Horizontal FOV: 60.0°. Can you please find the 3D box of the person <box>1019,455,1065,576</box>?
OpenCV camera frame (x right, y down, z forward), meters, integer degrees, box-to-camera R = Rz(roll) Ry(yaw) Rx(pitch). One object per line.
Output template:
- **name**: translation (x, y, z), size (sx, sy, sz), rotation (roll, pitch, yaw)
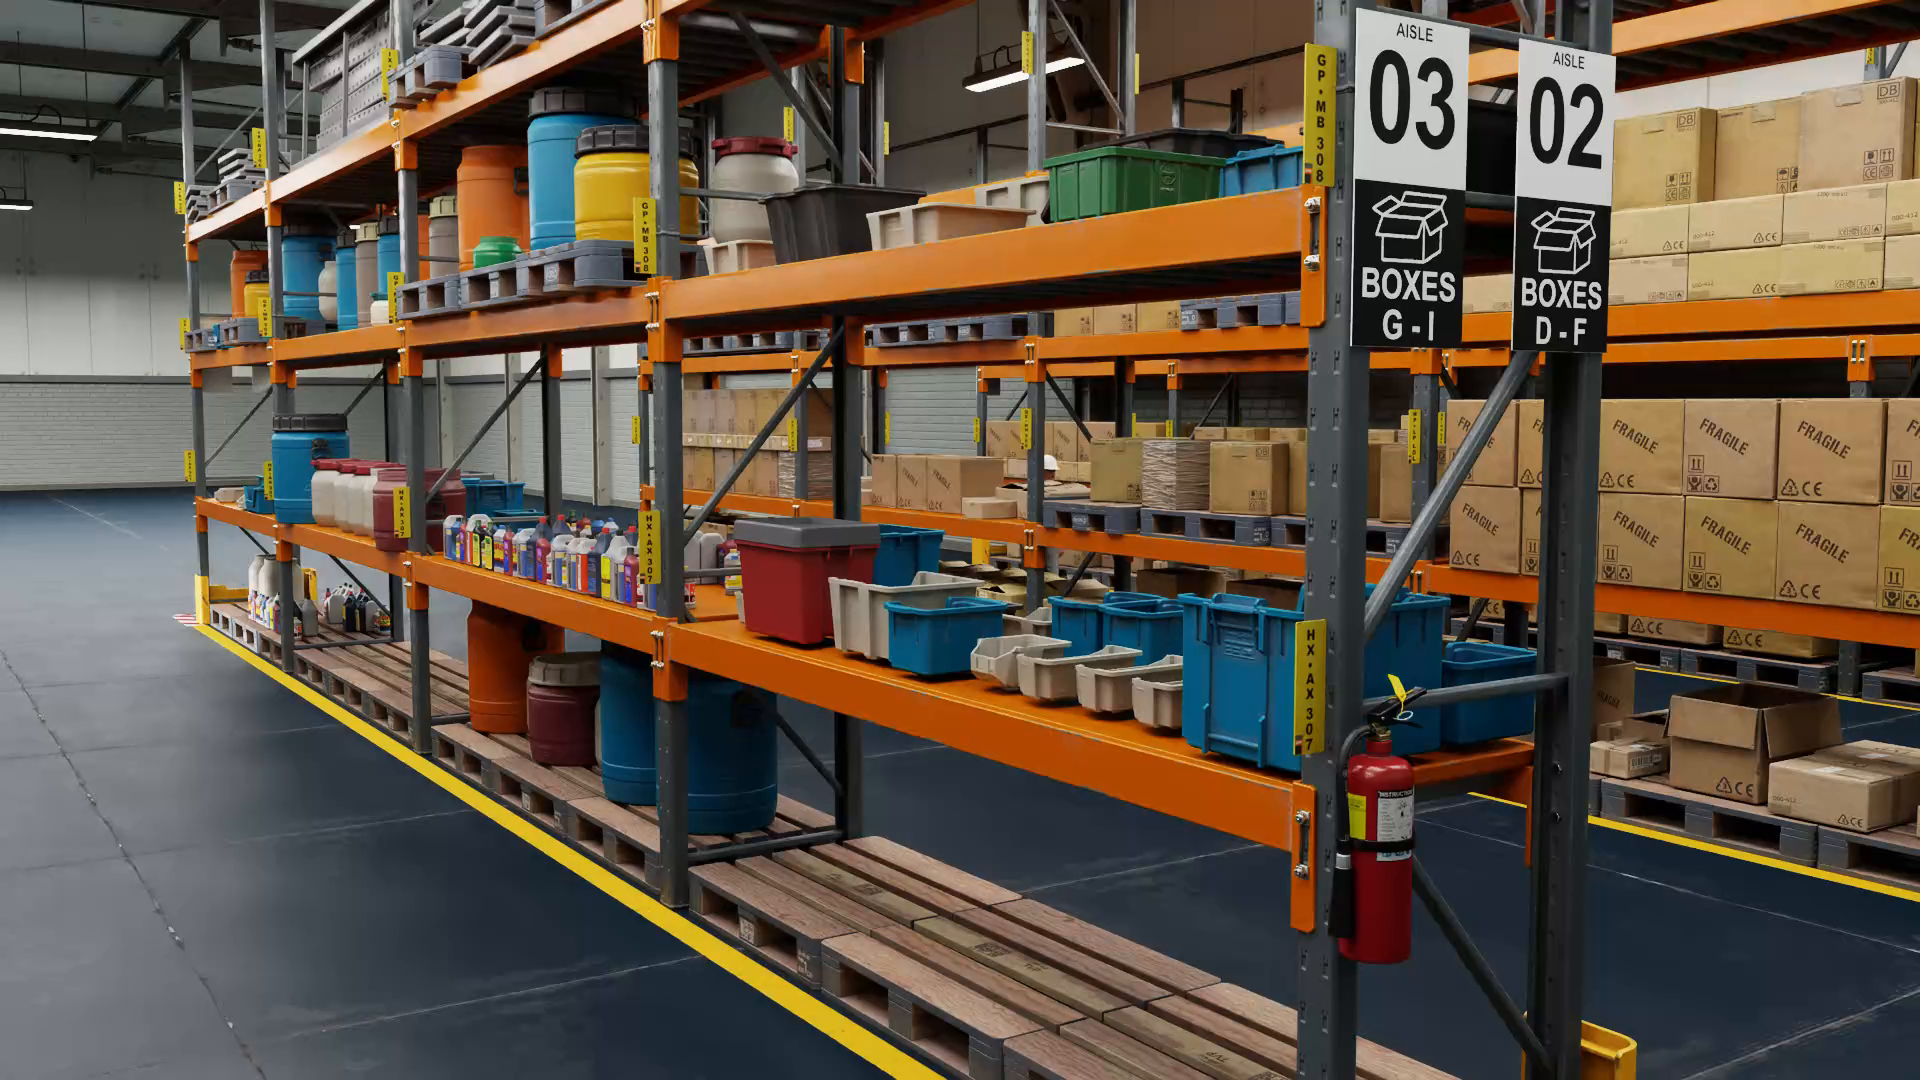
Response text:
- **person**: translation (0.821, 0.022, 16.864), size (0.594, 1.773, 0.457), rotation (-3, 6, -37)
